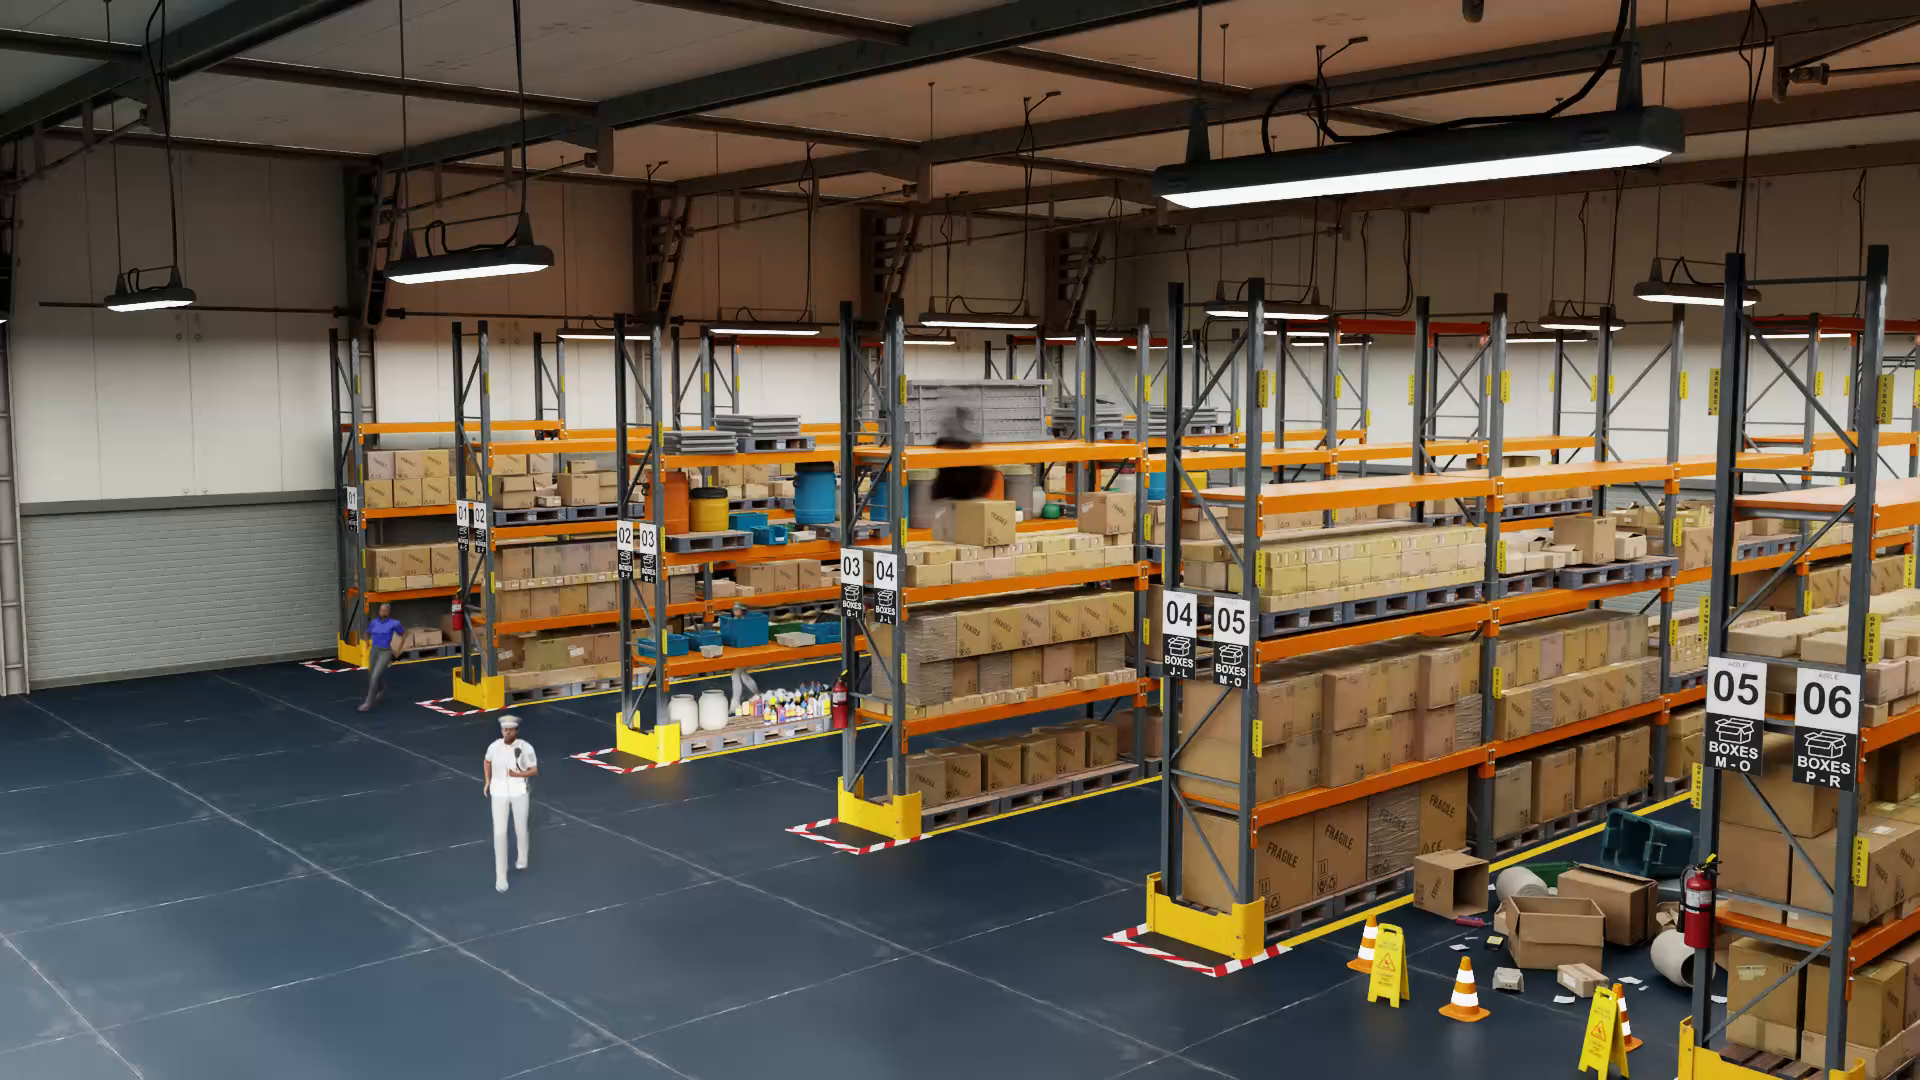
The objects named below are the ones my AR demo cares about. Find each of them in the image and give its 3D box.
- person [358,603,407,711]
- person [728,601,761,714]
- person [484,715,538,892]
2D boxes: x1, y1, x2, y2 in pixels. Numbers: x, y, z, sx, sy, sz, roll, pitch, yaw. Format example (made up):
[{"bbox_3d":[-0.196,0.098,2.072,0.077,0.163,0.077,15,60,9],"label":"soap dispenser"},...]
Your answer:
[{"bbox_3d":[-9.006,1.789,25.896,0.659,1.623,0.925,1,6,9],"label":"person"},{"bbox_3d":[-3.367,1.788,25.723,0.783,1.742,0.596,-5,8,-44],"label":"person"},{"bbox_3d":[-4.598,2.631,17.020,0.562,1.729,0.863,-1,6,-10],"label":"person"}]
